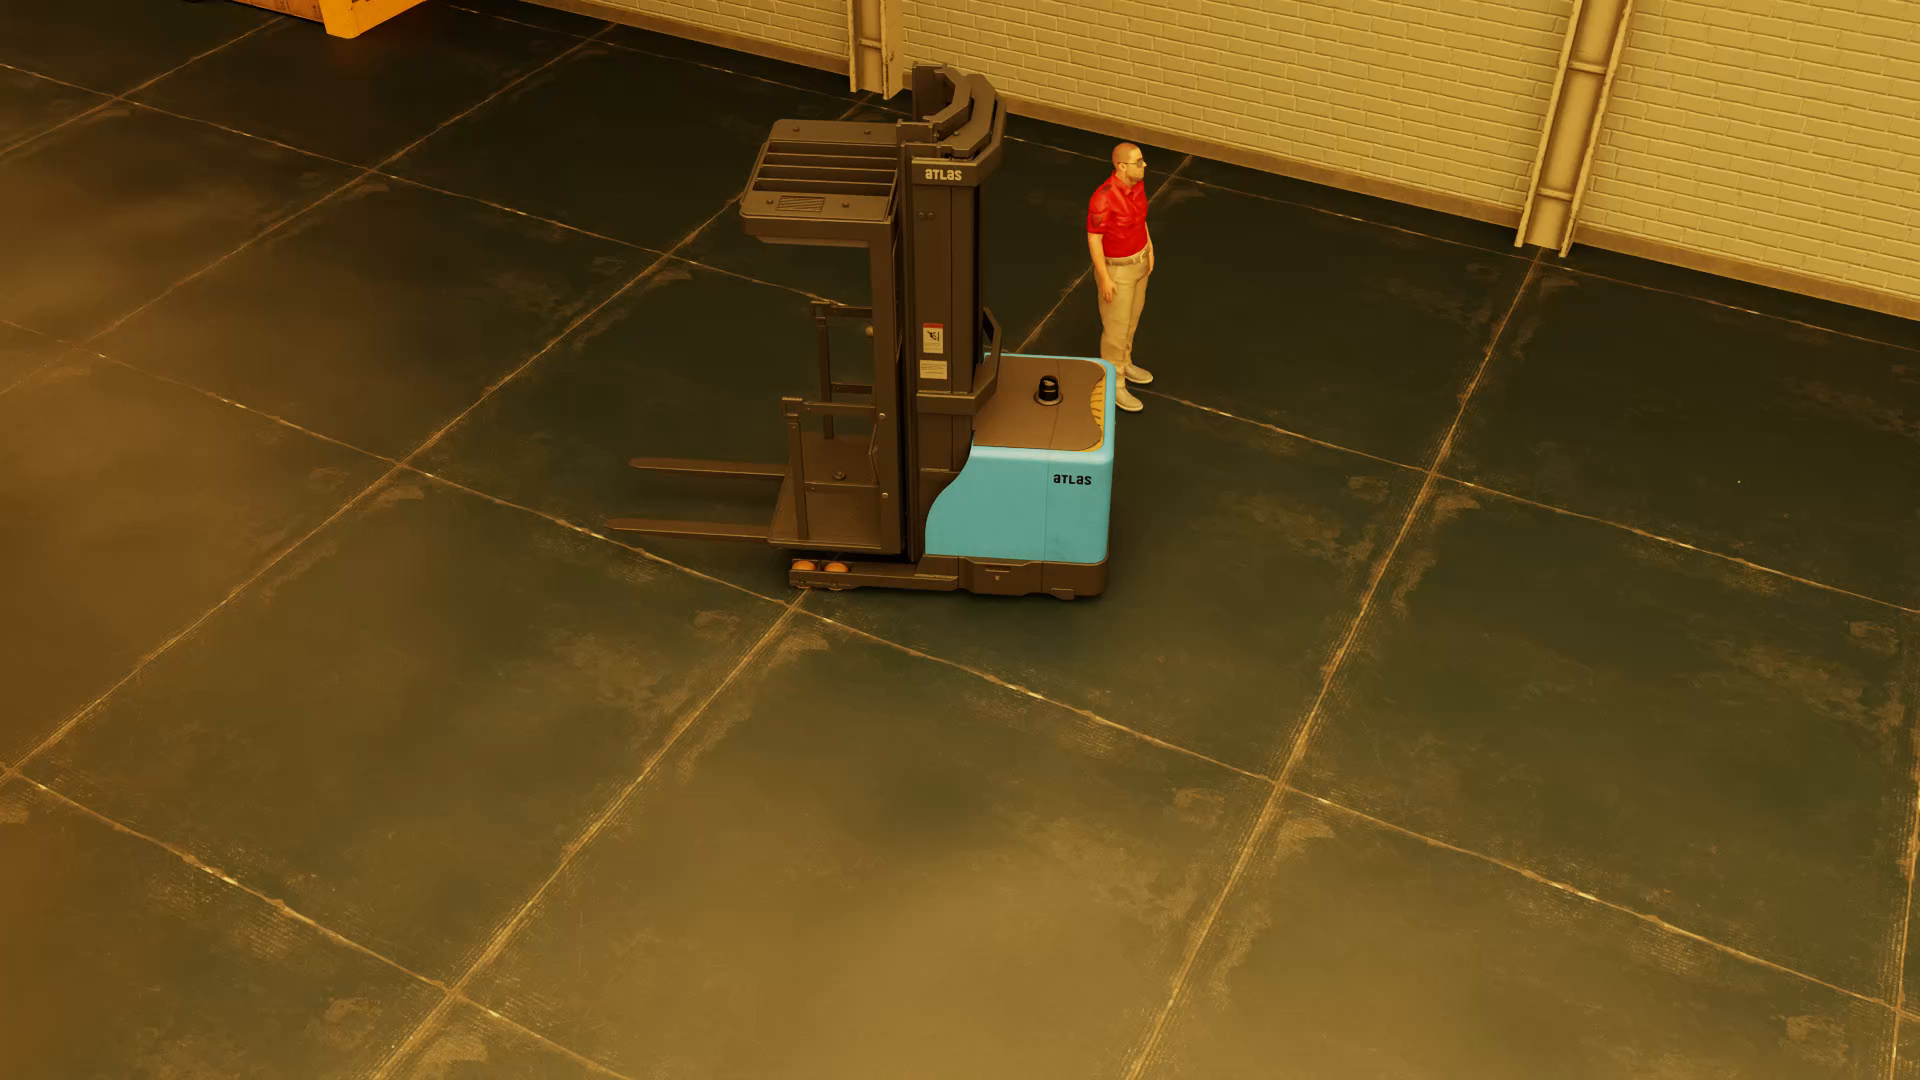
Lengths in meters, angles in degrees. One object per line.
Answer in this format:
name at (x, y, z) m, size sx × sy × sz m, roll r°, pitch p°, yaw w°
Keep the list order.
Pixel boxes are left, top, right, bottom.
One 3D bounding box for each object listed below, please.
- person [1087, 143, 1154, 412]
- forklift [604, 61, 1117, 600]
person at (1.153, -1.771, 11.012) m, size 0.551 × 1.727 × 0.640 m, roll 24°, pitch 46°, yaw 26°
forklift at (-0.606, -1.157, 9.360) m, size 3.031 × 2.935 × 1.130 m, roll 3°, pitch 40°, yaw 4°
